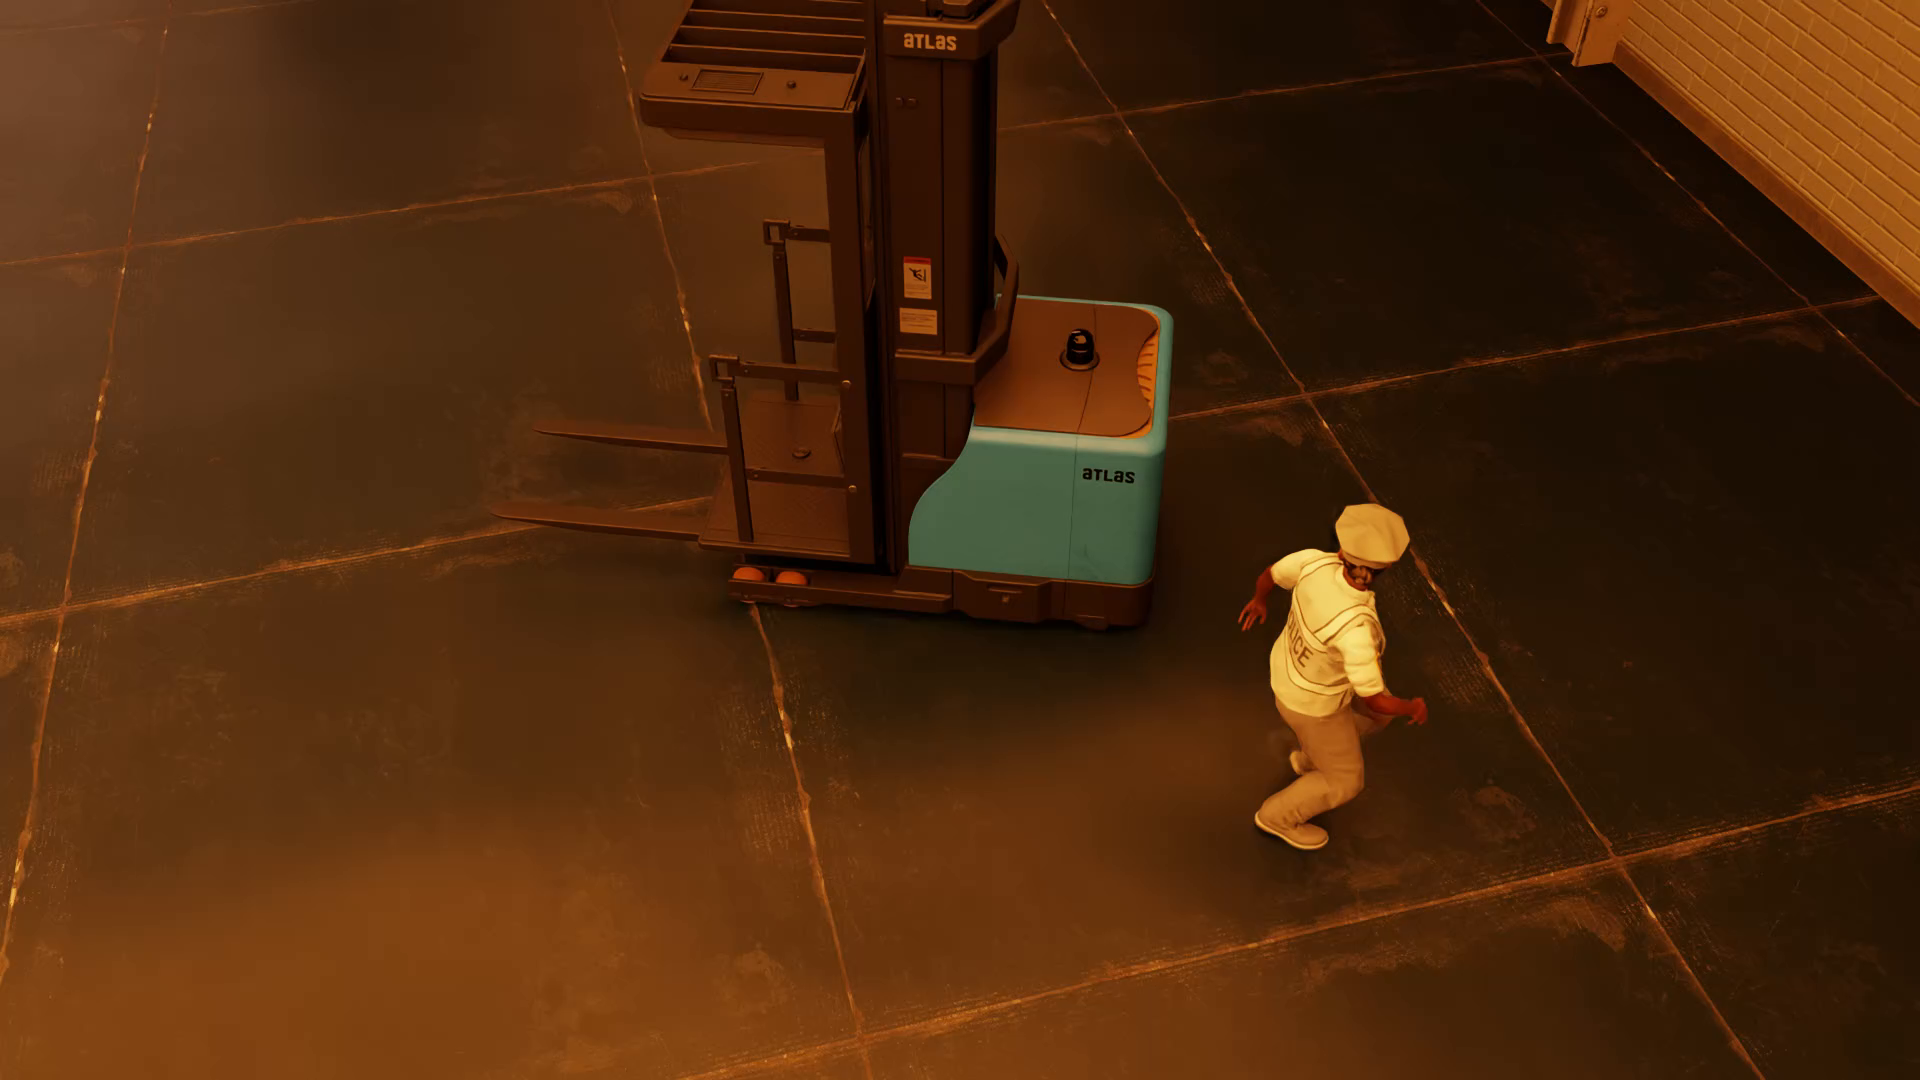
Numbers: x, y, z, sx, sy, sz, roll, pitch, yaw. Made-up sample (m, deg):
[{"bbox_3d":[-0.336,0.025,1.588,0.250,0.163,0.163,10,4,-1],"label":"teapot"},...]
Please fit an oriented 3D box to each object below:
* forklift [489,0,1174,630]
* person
[{"bbox_3d":[-0.605,-1.120,6.830,3.031,2.935,1.130,5,44,5],"label":"forklift"},{"bbox_3d":[1.359,0.523,6.095,0.681,1.614,0.633,5,44,6],"label":"person"}]
